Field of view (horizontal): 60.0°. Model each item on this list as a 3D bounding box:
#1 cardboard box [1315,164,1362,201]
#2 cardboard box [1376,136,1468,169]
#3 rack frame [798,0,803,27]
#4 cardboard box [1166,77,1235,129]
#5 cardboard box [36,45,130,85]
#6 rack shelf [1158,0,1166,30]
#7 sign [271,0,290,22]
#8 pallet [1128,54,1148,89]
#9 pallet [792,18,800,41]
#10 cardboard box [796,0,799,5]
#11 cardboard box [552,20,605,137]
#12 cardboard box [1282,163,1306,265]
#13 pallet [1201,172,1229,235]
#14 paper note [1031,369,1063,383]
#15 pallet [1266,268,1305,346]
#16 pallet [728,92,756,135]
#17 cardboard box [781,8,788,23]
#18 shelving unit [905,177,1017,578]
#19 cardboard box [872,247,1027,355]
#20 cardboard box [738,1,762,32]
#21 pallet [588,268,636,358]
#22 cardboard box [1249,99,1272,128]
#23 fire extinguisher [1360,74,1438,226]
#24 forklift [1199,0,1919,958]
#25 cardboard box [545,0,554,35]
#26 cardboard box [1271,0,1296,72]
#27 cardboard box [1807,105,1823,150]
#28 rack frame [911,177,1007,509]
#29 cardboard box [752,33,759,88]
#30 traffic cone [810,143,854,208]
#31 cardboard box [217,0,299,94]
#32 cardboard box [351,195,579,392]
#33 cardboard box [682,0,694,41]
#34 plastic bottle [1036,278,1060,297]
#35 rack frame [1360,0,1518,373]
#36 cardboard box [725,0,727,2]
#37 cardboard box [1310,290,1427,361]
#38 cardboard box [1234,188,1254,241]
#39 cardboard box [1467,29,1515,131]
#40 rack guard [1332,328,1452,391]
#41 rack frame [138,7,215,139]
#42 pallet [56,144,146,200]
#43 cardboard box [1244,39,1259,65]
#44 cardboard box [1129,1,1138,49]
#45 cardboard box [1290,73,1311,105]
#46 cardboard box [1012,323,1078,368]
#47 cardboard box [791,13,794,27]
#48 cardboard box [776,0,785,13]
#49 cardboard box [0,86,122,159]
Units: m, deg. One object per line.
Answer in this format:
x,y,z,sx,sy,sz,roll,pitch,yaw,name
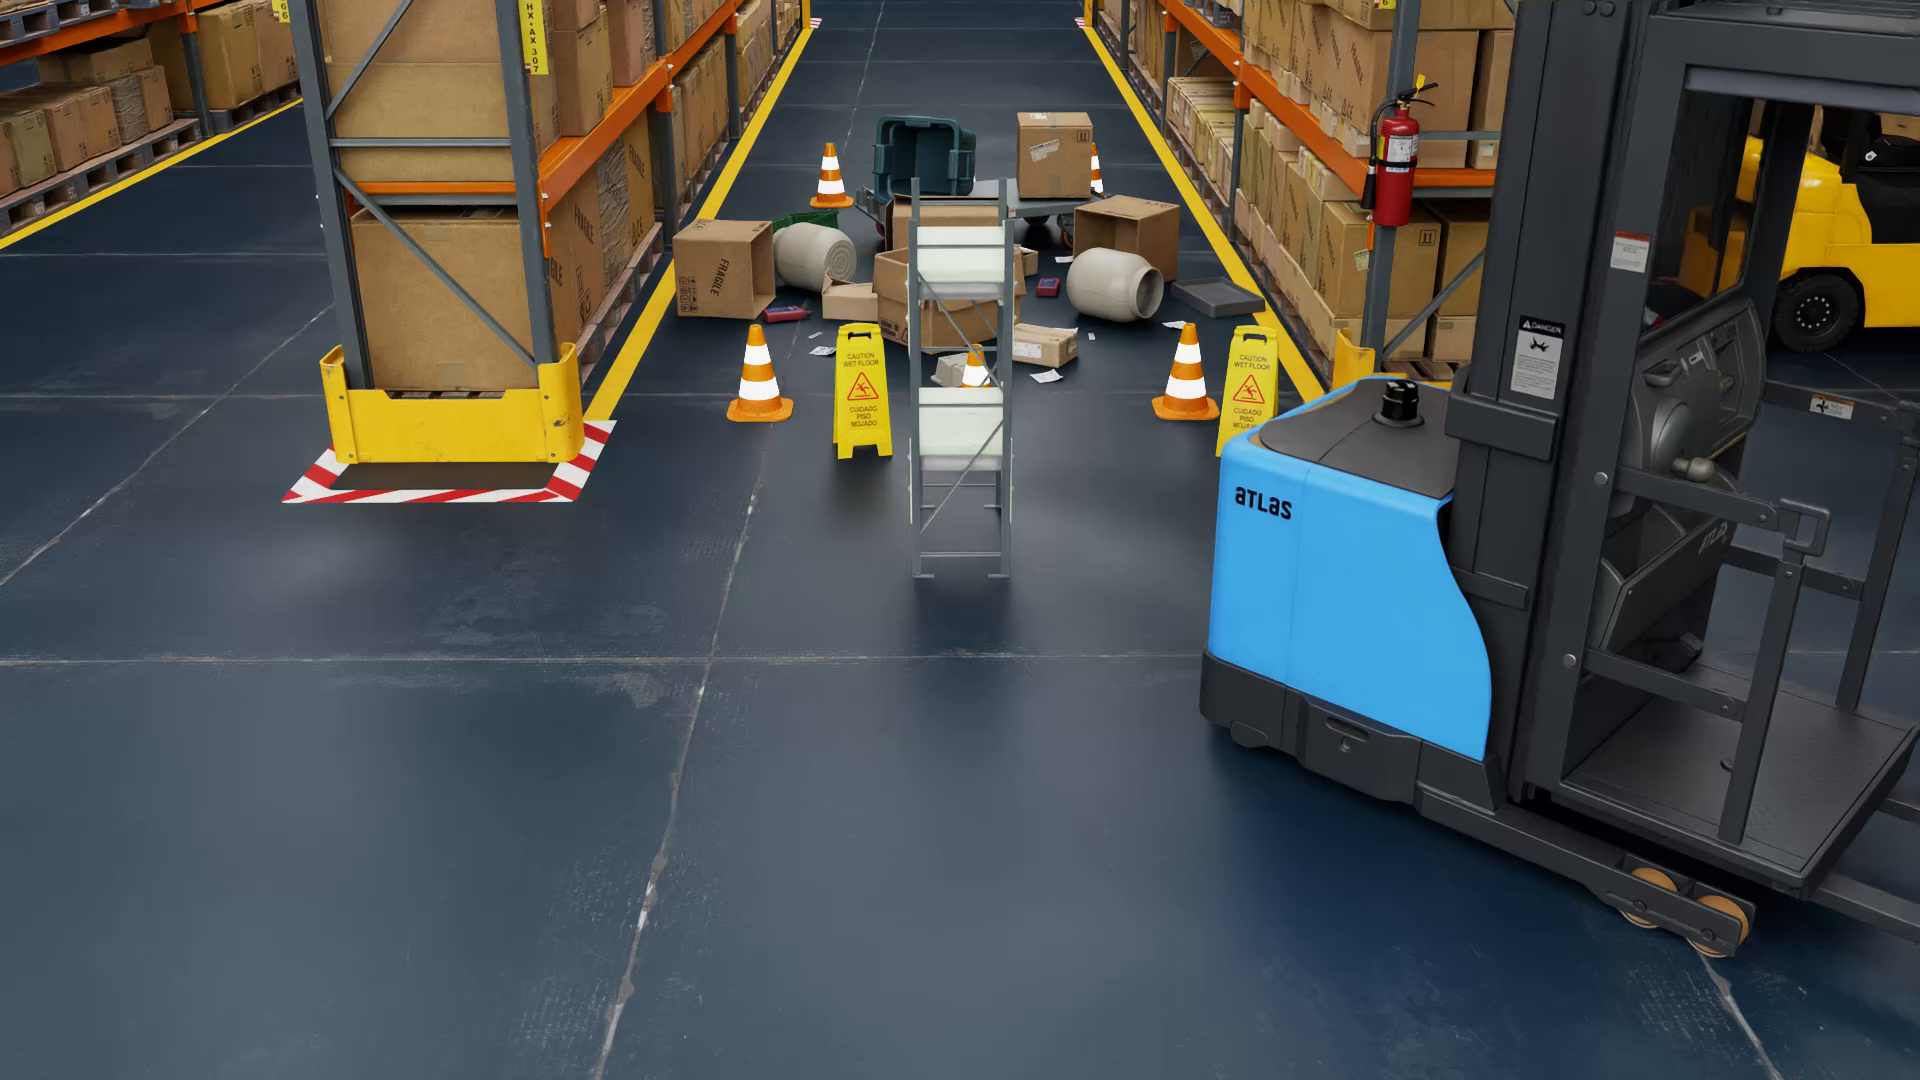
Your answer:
2.144,-1.941,9.031,0.380,0.149,0.250,0,24,1,cardboard box
2.266,-1.924,8.168,0.380,0.149,0.250,1,24,1,cardboard box
-2.639,-8.414,22.214,1.000,3.000,0.127,0,24,-1,rack frame
2.393,-3.943,15.007,0.950,0.372,0.625,-2,24,-4,cardboard box
-7.459,-4.046,14.145,0.500,0.250,0.500,2,24,5,cardboard box
2.375,-5.678,17.037,1.077,0.370,4.000,0,24,-1,rack shelf
-3.007,-2.460,7.357,0.100,0.325,0.005,0,24,-1,sign
2.437,-5.242,18.583,1.003,0.211,1.213,0,24,-1,pallet
-2.665,-6.777,21.979,1.003,0.211,1.213,0,24,-1,pallet
-2.348,-7.226,22.176,0.380,0.149,0.250,-1,24,-2,cardboard box
-2.422,-2.500,8.956,0.875,0.550,0.550,0,24,-1,cardboard box
2.207,-1.917,9.766,0.500,0.500,0.500,-1,24,-2,cardboard box
2.431,-2.584,12.706,1.003,0.211,1.213,0,24,-1,pallet
0.483,-0.913,9.231,0.148,0.019,0.142,-9,26,-19,paper note
2.499,-1.482,10.271,1.003,0.211,1.213,0,24,-1,pallet
-2.559,-4.169,16.212,1.003,0.211,1.213,0,24,-1,pallet
-2.329,-6.478,20.522,0.380,0.149,0.250,0,24,-1,cardboard box
0.000,-0.681,6.935,0.431,1.500,0.755,0,24,-1,shelving unit
-0.067,-1.460,9.868,0.797,0.503,0.637,-19,31,-36,cardboard box
-2.322,-5.425,17.218,0.500,0.250,0.500,-1,24,-3,cardboard box
-2.562,-1.381,10.048,1.003,0.211,1.213,0,24,-1,pallet
2.118,-2.813,10.960,0.380,0.149,0.250,0,24,0,cardboard box
2.025,-1.801,7.685,0.296,0.674,0.183,0,24,-1,fire extinguisher
2.253,-0.410,4.601,3.031,2.935,1.130,21,32,38,forklift
-2.528,-2.761,8.222,0.875,0.550,0.550,0,24,-1,cardboard box
2.188,-3.118,10.022,0.500,0.500,0.500,0,24,-1,cardboard box
7.376,-3.511,13.745,0.875,0.625,0.625,-1,24,-3,cardboard box
-0.004,-0.831,7.268,0.400,1.500,0.023,0,24,-1,rack frame
-2.324,-4.881,16.927,0.500,0.500,0.500,-1,24,-2,cardboard box
-1.013,-2.873,13.041,0.336,0.463,0.334,0,24,-1,traffic cone
-7.501,-5.012,16.761,1.225,0.875,0.875,0,24,0,cardboard box
-2.538,-1.324,8.605,0.875,0.875,0.875,0,24,0,cardboard box
-2.251,-3.941,12.202,0.500,0.500,0.500,0,24,0,cardboard box
0.579,-1.654,10.833,0.133,0.061,0.283,4,25,9,plastic bottle
2.484,-1.885,7.778,1.000,3.000,0.127,0,24,-1,rack frame
-2.278,-4.979,14.497,0.500,0.500,0.500,0,24,-1,cardboard box
2.206,-1.165,9.014,0.500,0.250,0.500,0,24,-1,cardboard box
2.177,-2.228,11.362,0.500,0.250,0.500,-1,24,-3,cardboard box
2.756,-2.263,8.130,0.500,0.500,0.500,-1,24,-1,cardboard box
2.483,-0.777,8.362,1.175,0.500,0.348,0,24,-1,rack guard
-7.512,-5.137,14.968,1.000,3.000,0.127,0,24,-1,rack frame
-7.495,-3.043,13.722,1.003,0.211,1.213,0,24,-1,pallet
2.123,-3.288,11.184,0.380,0.149,0.250,0,24,-1,cardboard box
2.454,-6.113,19.726,0.875,0.438,0.875,-1,24,-1,cardboard box
2.159,-2.657,9.789,0.380,0.149,0.250,0,24,-1,cardboard box
0.450,-1.117,9.539,0.380,0.149,0.250,13,27,27,cardboard box
-2.323,-6.669,21.306,0.380,0.149,0.250,-1,24,-3,cardboard box
-2.334,-6.503,20.216,0.380,0.149,0.250,0,24,1,cardboard box
-7.453,-3.460,13.761,0.700,0.500,0.500,2,24,4,cardboard box
